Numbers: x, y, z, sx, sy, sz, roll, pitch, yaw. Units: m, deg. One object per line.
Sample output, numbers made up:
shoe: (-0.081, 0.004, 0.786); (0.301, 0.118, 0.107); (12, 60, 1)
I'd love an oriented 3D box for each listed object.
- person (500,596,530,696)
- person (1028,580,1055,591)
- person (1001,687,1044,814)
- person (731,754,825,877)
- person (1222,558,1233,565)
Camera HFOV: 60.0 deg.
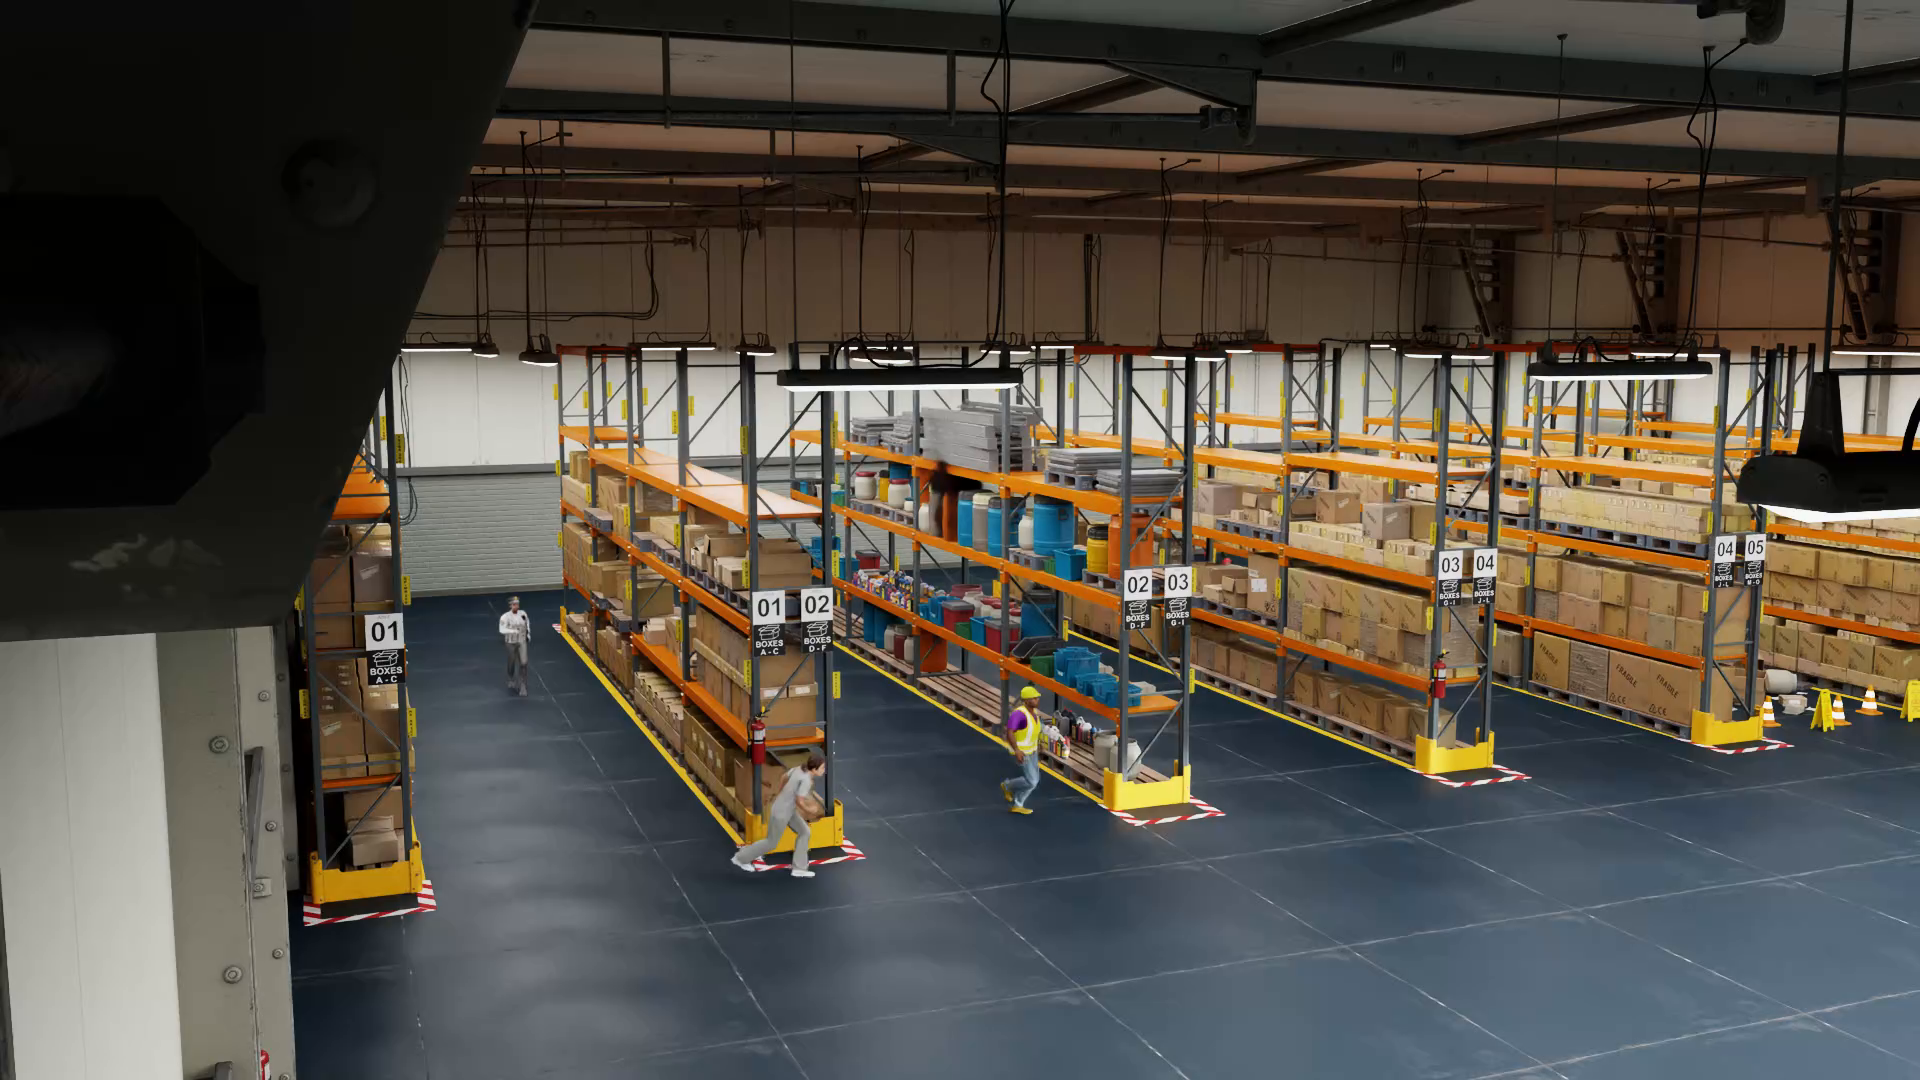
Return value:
person: (-7.731, 1.825, 28.929); (0.560, 1.745, 0.832); (-3, 8, -24)
person: (1.667, 1.305, 33.064); (0.683, 1.671, 0.685); (-2, 7, -13)
person: (0.801, 2.743, 21.716); (0.567, 1.694, 0.708); (4, 8, 31)
person: (-2.093, 3.201, 19.154); (1.093, 1.473, 0.548); (-1, 7, -8)
person: (5.385, 1.233, 33.337); (0.643, 1.743, 0.608); (-3, 8, -24)
